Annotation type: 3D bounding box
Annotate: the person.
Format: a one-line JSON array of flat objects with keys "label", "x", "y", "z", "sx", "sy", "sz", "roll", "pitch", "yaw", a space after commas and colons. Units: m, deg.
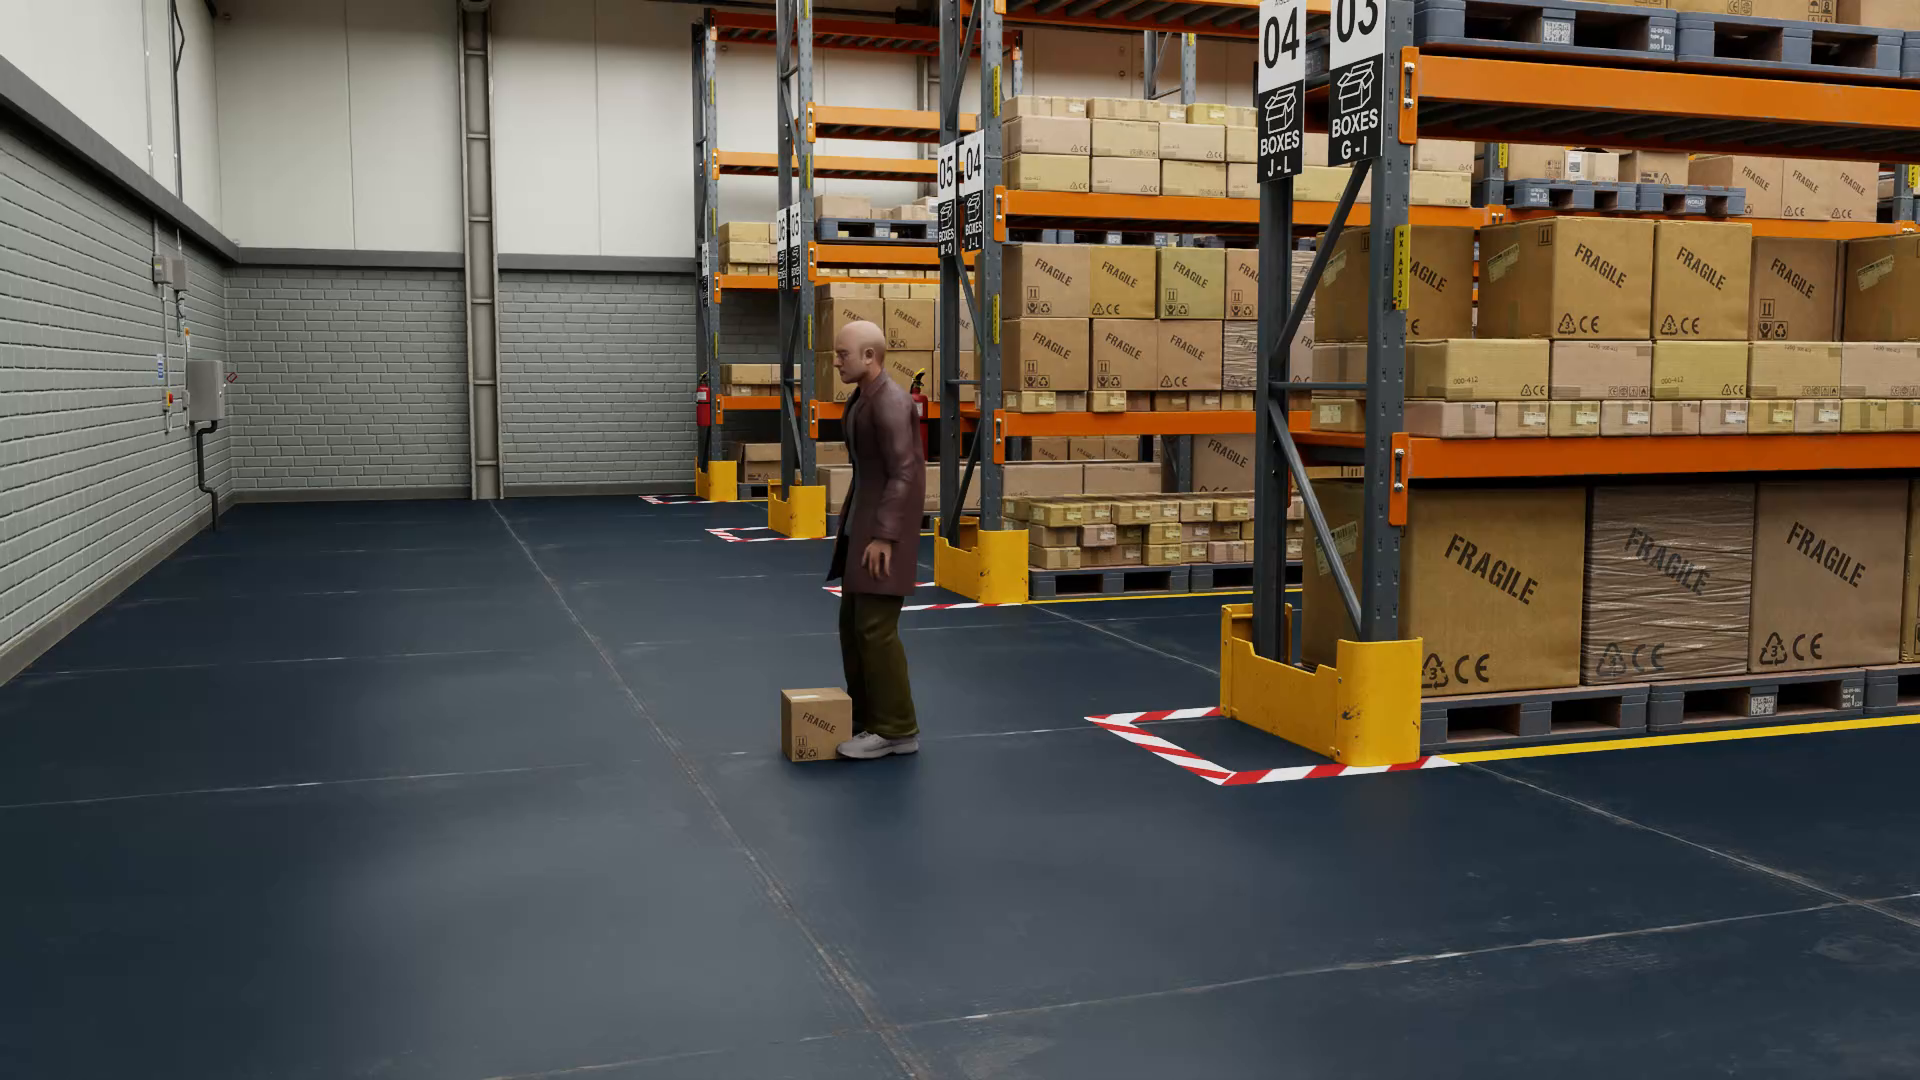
[{"label": "person", "x": -0.363, "y": -0.010, "z": 6.860, "sx": 0.423, "sy": 1.774, "sz": 0.642, "roll": -2, "pitch": 6, "yaw": -19}]
